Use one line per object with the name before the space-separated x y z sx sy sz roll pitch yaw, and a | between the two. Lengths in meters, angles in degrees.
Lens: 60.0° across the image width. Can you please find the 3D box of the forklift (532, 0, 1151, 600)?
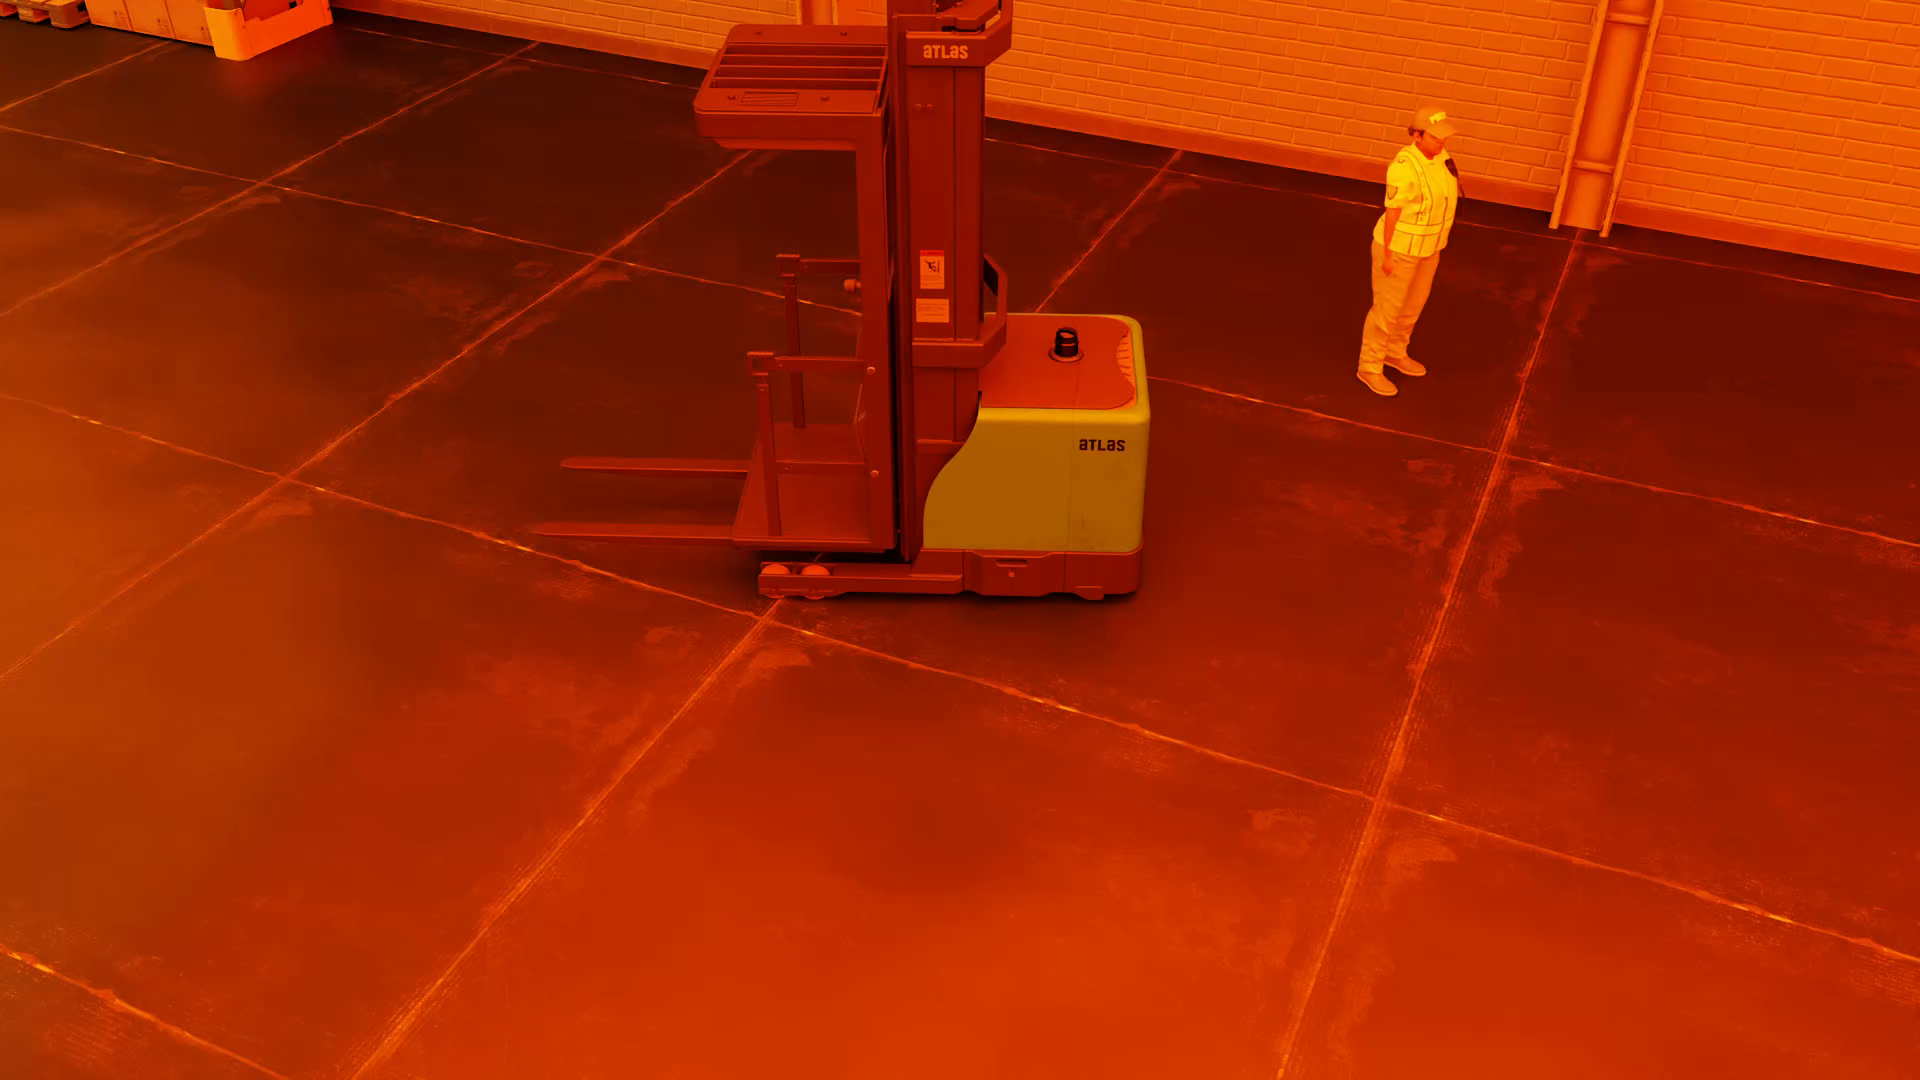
forklift | -0.608 -1.208 7.780 3.031 2.935 1.130 1 36 2

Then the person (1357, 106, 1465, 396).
person | 2.578 -1.669 9.523 0.482 1.669 0.393 -29 44 -34
